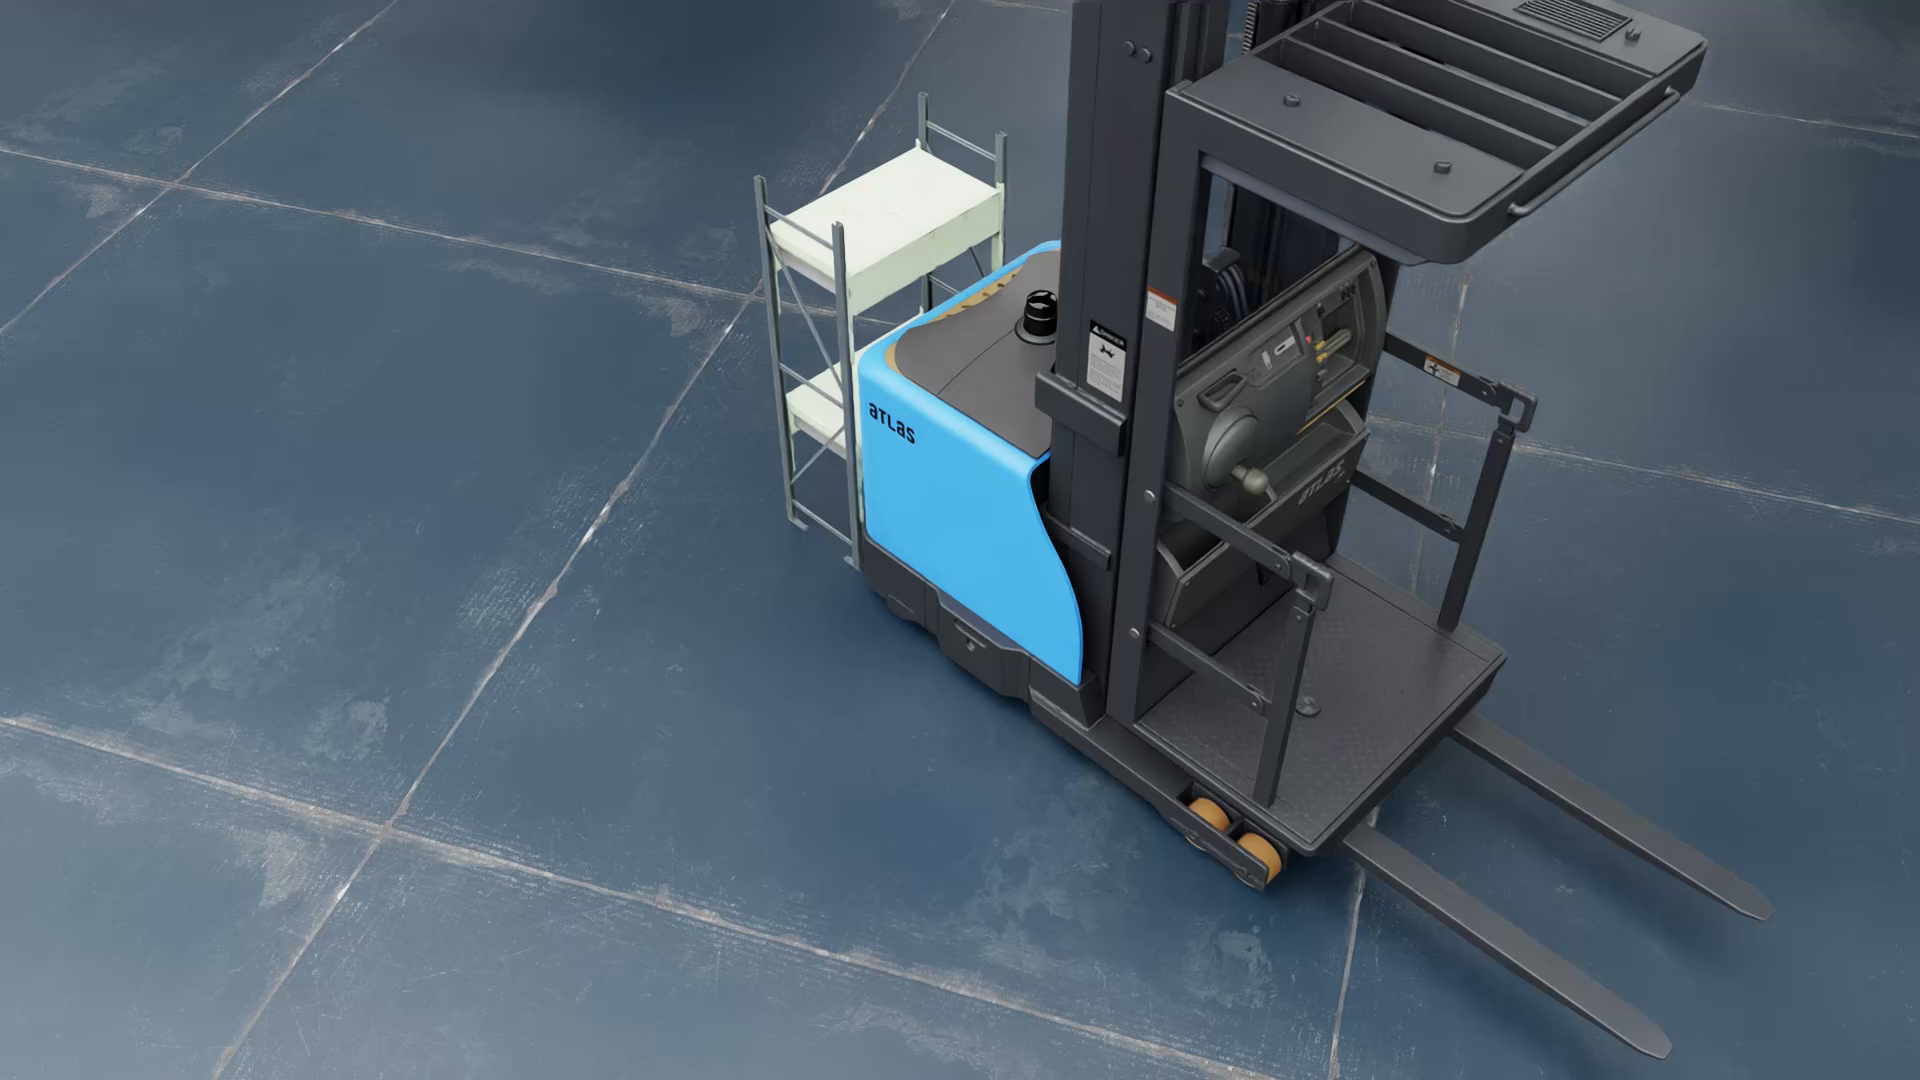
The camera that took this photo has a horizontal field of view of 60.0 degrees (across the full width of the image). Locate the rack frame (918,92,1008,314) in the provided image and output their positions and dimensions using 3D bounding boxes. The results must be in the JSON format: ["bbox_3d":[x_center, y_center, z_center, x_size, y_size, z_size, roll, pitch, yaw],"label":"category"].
[{"bbox_3d":[0.007,-0.888,6.086,0.400,1.500,0.023,34,54,30],"label":"rack frame"}]

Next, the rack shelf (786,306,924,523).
[{"bbox_3d":[-0.249,-0.473,6.127,0.431,0.370,0.720,34,54,30],"label":"rack shelf"}]

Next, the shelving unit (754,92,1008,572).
[{"bbox_3d":[-0.249,-0.706,5.899,0.431,1.500,0.755,34,54,30],"label":"shelving unit"}]

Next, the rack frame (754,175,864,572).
[{"bbox_3d":[-0.506,-0.523,5.712,0.400,1.500,0.023,34,54,30],"label":"rack frame"}]

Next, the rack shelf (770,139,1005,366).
[{"bbox_3d":[-0.249,-0.985,5.626,0.431,0.370,0.720,34,54,30],"label":"rack shelf"}]

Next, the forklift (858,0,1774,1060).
[{"bbox_3d":[1.057,-0.390,4.553,3.031,2.935,1.130,34,54,30],"label":"forklift"}]
